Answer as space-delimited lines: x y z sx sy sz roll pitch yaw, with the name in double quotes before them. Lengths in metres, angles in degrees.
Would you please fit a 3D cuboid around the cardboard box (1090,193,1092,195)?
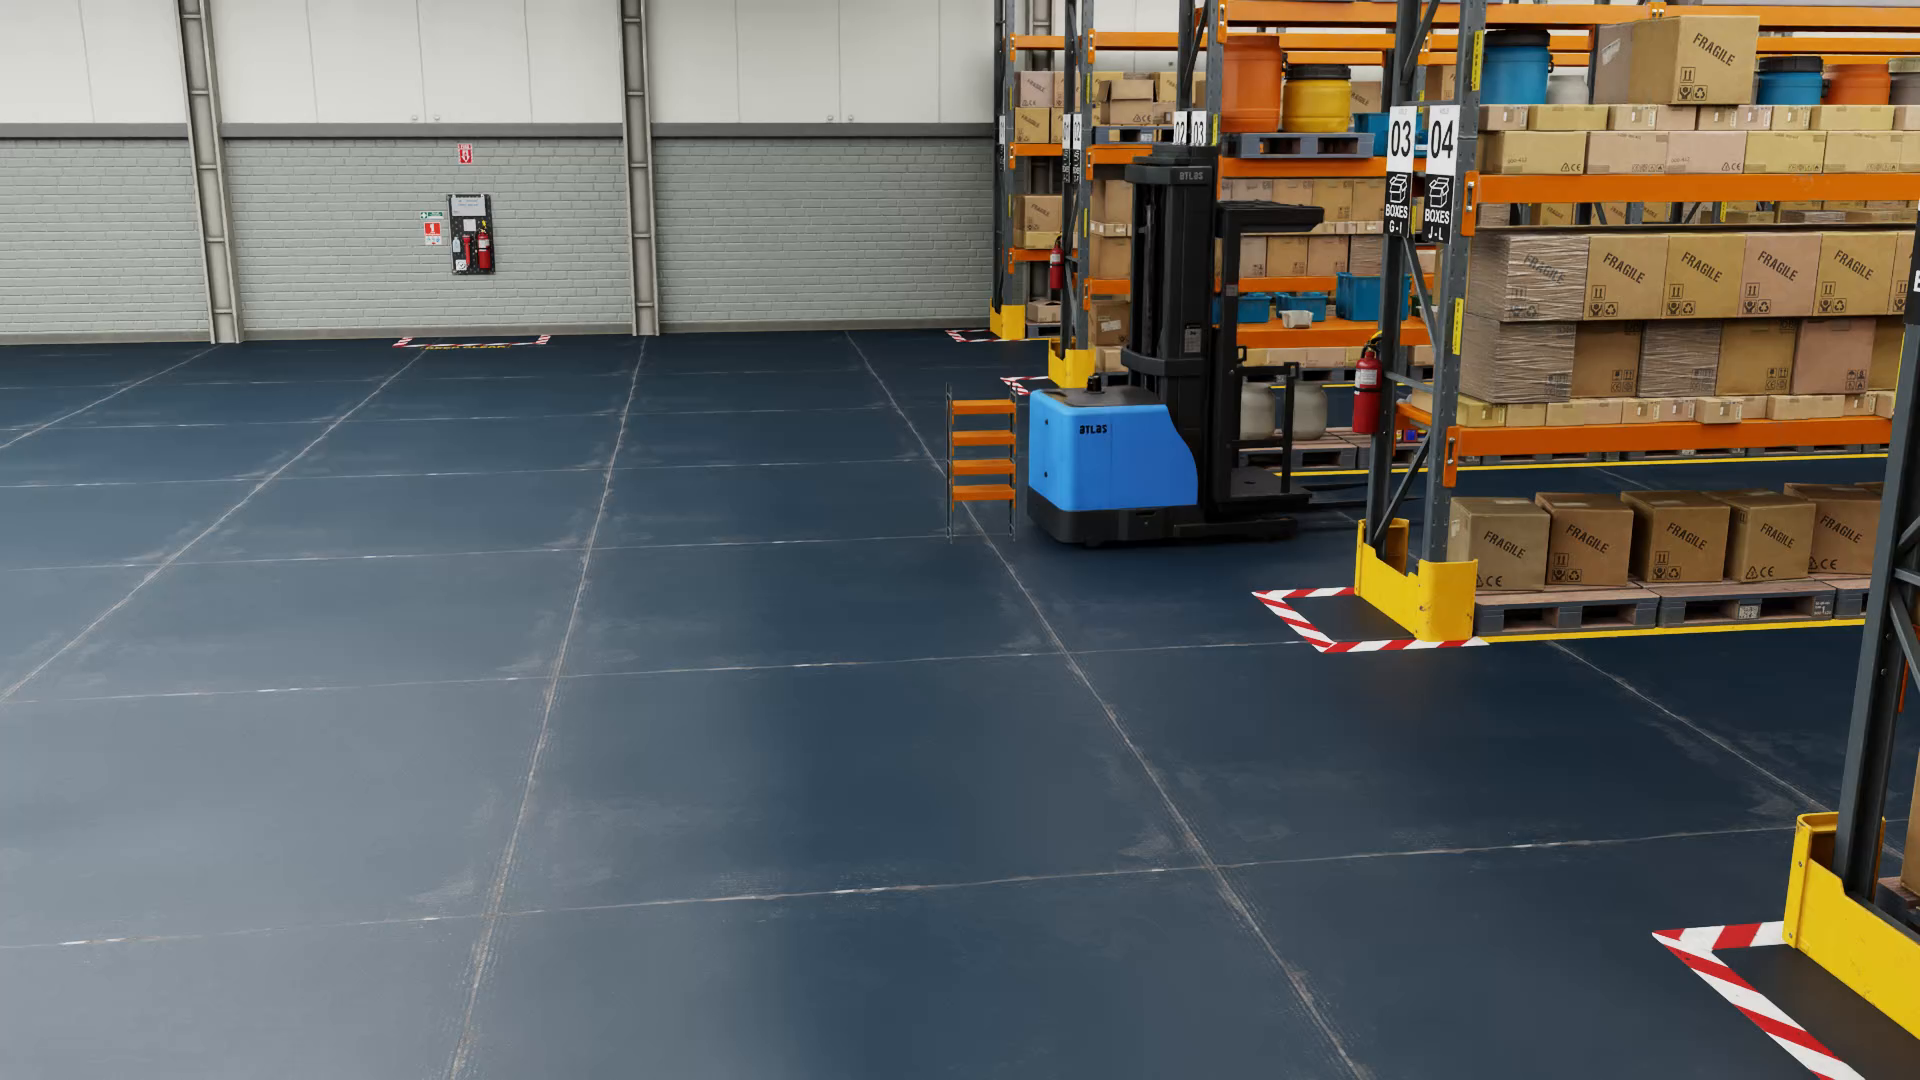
"cardboard box" 2.080 -4.949 25.014 0.500 0.500 0.500 -2 14 -10

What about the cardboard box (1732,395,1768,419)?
"cardboard box" 4.892 -0.873 10.553 0.250 0.149 0.380 -2 14 -8

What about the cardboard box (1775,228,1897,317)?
"cardboard box" 5.412 -1.674 10.357 0.500 0.500 0.500 -2 14 -8

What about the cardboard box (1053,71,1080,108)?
"cardboard box" 1.556 -6.504 24.021 0.500 0.500 0.500 -2 14 -9

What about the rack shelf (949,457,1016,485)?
"rack shelf" 0.164 -0.523 12.616 0.480 0.148 0.258 -2 14 -8

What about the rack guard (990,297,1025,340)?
"rack guard" 0.711 -3.335 24.990 0.348 0.500 1.175 -2 14 -8

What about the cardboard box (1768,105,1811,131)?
"cardboard box" 4.944 -2.572 10.132 0.250 0.149 0.380 -3 14 -10

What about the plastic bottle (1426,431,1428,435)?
"plastic bottle" 4.389 -1.058 15.479 0.097 0.271 0.097 0 14 0

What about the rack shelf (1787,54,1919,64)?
"rack shelf" 14.479 -7.419 26.105 4.000 0.370 1.077 -2 14 -8

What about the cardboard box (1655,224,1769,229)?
"cardboard box" 4.840 -1.780 10.781 0.500 0.500 0.500 -2 14 -8

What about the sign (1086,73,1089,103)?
"sign" 1.454 -5.136 18.911 0.005 0.325 0.100 -2 14 -8

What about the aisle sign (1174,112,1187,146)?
"aisle sign" 1.996 -3.491 15.131 0.004 0.787 0.394 -2 14 -8

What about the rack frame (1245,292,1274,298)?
"rack frame" 4.591 -4.689 25.253 0.127 3.000 1.000 -2 14 -8

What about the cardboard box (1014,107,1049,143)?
"cardboard box" 1.004 -6.009 24.104 0.500 0.500 0.500 -2 14 -7

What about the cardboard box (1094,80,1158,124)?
"cardboard box" 1.946 -5.149 19.558 0.637 0.503 0.797 -1 14 -4

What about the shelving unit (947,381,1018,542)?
"shelving unit" 0.166 -0.588 12.600 0.499 1.200 0.258 -2 14 -8

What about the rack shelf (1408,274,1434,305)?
"rack shelf" 7.310 -3.221 20.879 4.000 0.370 1.077 -2 14 -8

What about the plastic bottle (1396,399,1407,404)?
"plastic bottle" 4.253 -1.233 16.167 0.135 0.276 0.152 -2 14 -10

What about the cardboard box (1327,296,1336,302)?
"cardboard box" 4.827 -2.790 20.928 0.500 0.500 0.500 -2 14 -8

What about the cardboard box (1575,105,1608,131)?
"cardboard box" 3.658 -2.525 9.945 0.250 0.149 0.380 -2 14 -9

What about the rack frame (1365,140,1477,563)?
"rack frame" 2.849 -0.970 10.423 0.127 3.000 1.000 -2 14 -8

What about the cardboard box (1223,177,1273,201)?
"cardboard box" 3.406 -4.103 20.045 0.500 0.500 0.700 -2 14 -8

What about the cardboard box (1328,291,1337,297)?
"cardboard box" 5.820 -3.752 25.749 0.500 0.500 0.700 -2 14 -9

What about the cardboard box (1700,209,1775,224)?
"cardboard box" 9.894 -3.945 21.216 0.500 0.500 0.700 -7 16 -27

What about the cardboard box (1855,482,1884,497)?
"cardboard box" 6.403 -0.101 11.234 0.500 0.500 0.500 -3 14 -10

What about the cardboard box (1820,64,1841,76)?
"cardboard box" 10.729 -5.682 20.786 0.500 0.500 0.500 -2 14 -8

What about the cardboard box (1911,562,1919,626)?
"cardboard box" 3.849 0.130 5.729 0.550 0.550 0.875 -2 14 -8

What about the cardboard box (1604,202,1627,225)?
"cardboard box" 10.075 -5.027 25.743 0.500 0.500 0.500 -2 14 -9

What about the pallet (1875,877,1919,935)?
"pallet" 4.267 1.532 6.180 1.213 0.211 1.003 -2 14 -8

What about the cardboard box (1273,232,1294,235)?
"cardboard box" 3.840 -3.754 19.985 0.250 0.149 0.380 -2 14 -7

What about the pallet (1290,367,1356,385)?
"pallet" 4.540 -2.127 20.767 1.213 0.211 1.003 -2 14 -8

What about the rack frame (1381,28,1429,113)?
"rack frame" 5.333 -6.408 19.773 0.127 3.000 1.000 -2 14 -8

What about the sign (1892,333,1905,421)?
"sign" 3.421 -0.581 6.003 0.005 0.325 0.100 -2 14 -8

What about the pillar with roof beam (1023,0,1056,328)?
"pillar with roof beam" 1.840 -6.652 20.747 0.400 9.000 9.100 -2 14 -8

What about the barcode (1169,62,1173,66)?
"barcode" 3.152 -7.119 24.869 0.075 0.075 0.001 -2 14 -8

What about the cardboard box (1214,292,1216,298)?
"cardboard box" 3.571 -3.643 25.316 0.500 0.500 0.500 -3 14 -13

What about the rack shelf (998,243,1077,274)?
"rack shelf" 2.613 -4.268 25.052 4.000 0.370 1.077 -2 14 -8

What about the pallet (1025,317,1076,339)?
"pallet" 1.519 -3.215 25.109 1.213 0.211 1.003 -2 14 -8

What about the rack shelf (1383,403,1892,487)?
"rack shelf" 4.827 -0.693 10.799 4.000 0.370 1.077 -2 14 -8

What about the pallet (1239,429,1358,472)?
"pallet" 2.984 -0.851 15.681 1.213 0.211 1.003 -2 14 -8

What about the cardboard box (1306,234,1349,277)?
"cardboard box" 4.374 -3.508 20.338 0.500 0.500 0.700 -2 14 -9

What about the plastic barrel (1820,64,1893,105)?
"plastic barrel" 8.531 -4.113 15.907 0.708 0.830 0.600 -2 14 -8

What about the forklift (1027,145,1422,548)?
"forklift" 5.944 0.476 4.798 6.636 2.935 18.991 -3 14 -13

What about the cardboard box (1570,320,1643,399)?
"cardboard box" 3.874 -1.223 10.615 0.500 0.500 0.875 -2 14 -8

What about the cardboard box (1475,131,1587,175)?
"cardboard box" 3.364 -2.307 9.898 0.500 0.250 0.500 -2 14 -7

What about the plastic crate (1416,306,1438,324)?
"plastic crate" 4.499 -2.058 15.306 0.437 0.136 0.530 -2 14 -8

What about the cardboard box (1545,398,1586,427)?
"cardboard box" 3.666 -0.811 10.305 0.250 0.149 0.380 -2 14 -8

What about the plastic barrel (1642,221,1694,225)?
"plastic barrel" 6.494 -2.490 15.455 0.708 0.901 0.600 -2 14 -8

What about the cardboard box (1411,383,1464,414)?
"cardboard box" 3.100 -0.908 10.692 0.250 0.149 0.380 -2 14 -8

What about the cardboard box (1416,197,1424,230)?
"cardboard box" 6.854 -5.026 25.487 0.500 0.500 0.700 -2 14 -8

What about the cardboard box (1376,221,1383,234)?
"cardboard box" 5.096 -3.800 20.167 0.250 0.149 0.380 -2 14 -8

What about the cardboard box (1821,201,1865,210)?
"cardboard box" 13.763 -5.165 26.536 0.700 0.700 0.980 -2 14 -10

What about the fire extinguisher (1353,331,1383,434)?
"fire extinguisher" 2.668 -1.039 10.857 0.183 0.674 0.296 -2 14 -8
